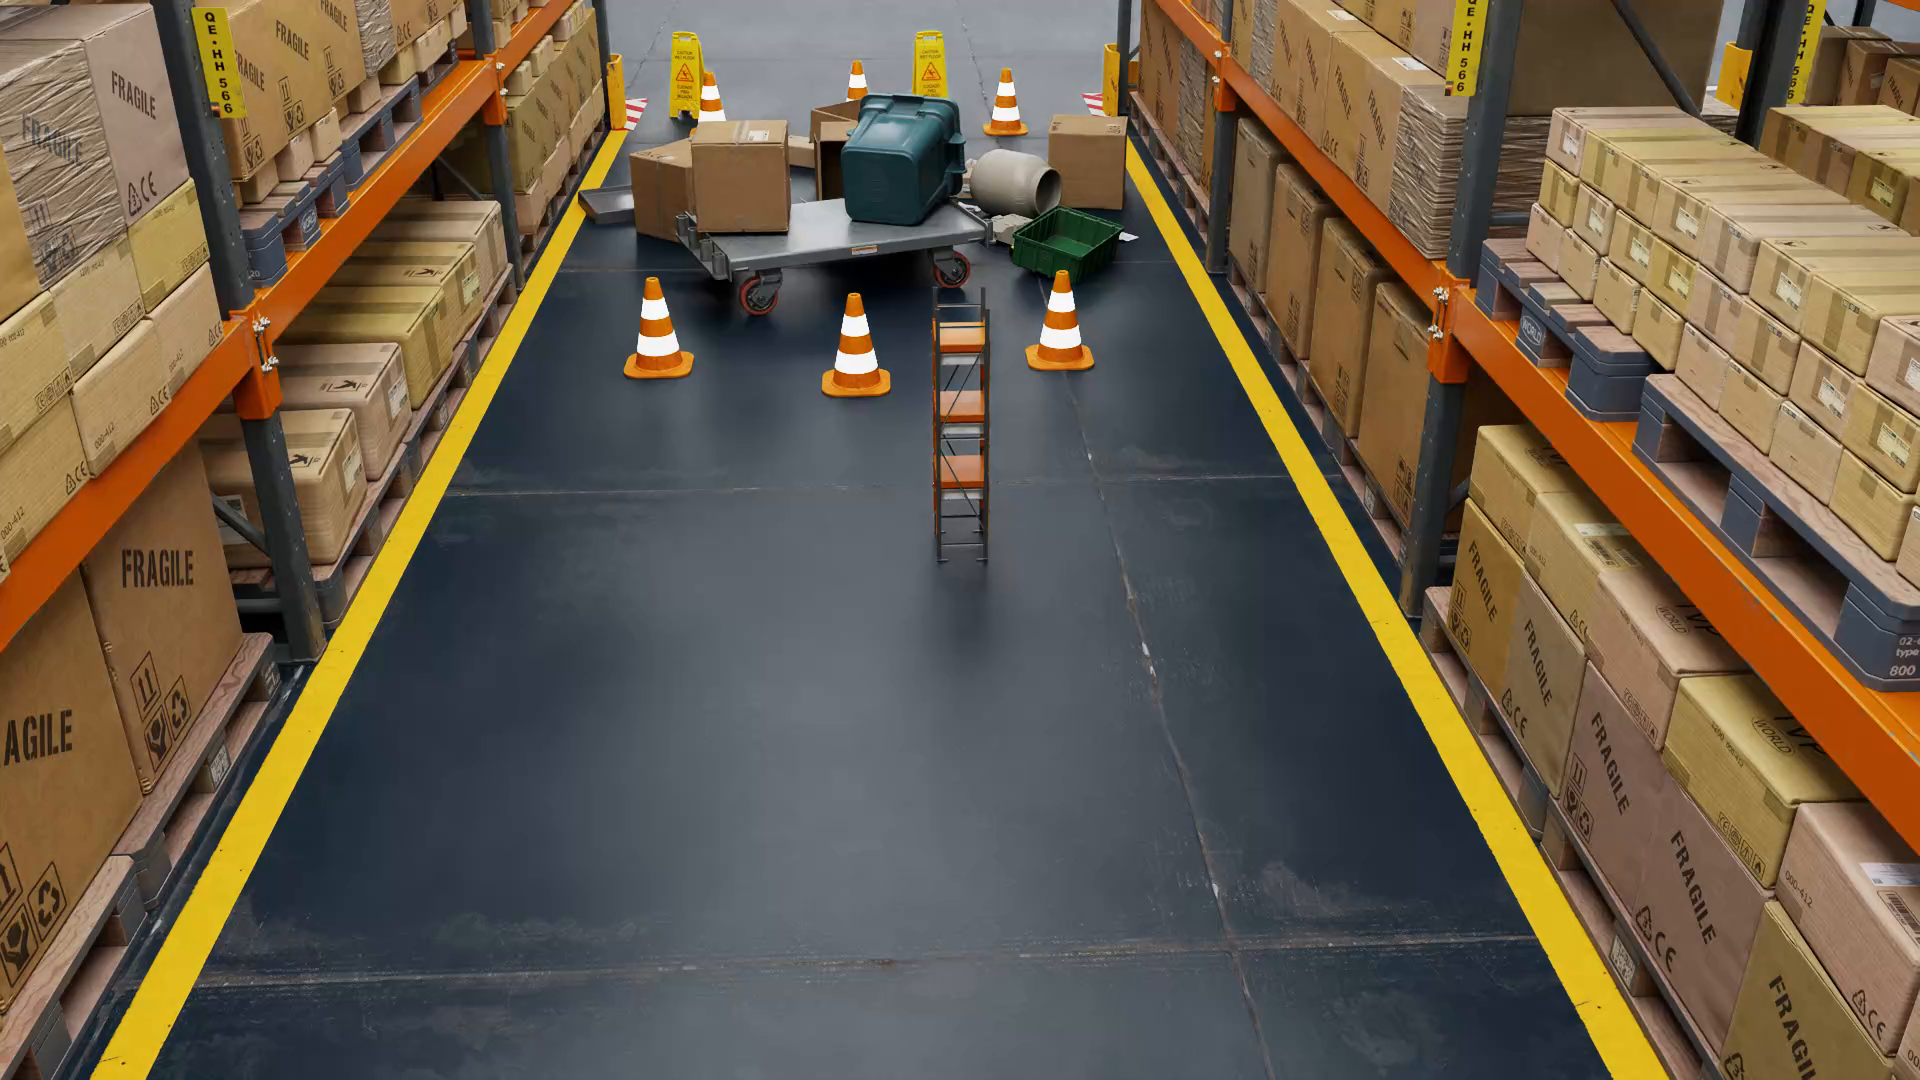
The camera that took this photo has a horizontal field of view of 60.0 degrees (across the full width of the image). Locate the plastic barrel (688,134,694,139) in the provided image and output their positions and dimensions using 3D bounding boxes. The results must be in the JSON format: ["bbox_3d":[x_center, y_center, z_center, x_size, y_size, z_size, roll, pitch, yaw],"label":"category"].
[{"bbox_3d":[-1.579,-2.540,11.161,0.512,0.421,0.421,19,33,32],"label":"plastic barrel"}]

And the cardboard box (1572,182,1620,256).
[{"bbox_3d":[1.998,-0.924,4.774,0.380,0.149,0.250,0,28,0],"label":"cardboard box"}]

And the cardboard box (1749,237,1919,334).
[{"bbox_3d":[2.058,-0.584,3.801,0.380,0.149,0.250,-1,28,-1],"label":"cardboard box"}]

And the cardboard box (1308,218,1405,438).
[{"bbox_3d":[2.166,-0.947,7.300,1.050,0.750,0.750,-1,28,-2],"label":"cardboard box"}]

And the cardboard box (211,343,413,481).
[{"bbox_3d":[-2.847,-0.527,6.905,0.950,0.372,0.625,-2,28,-4],"label":"cardboard box"}]

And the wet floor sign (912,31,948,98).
[{"bbox_3d":[-0.240,-3.687,13.121,0.267,0.644,0.232,-6,28,-11],"label":"wet floor sign"}]

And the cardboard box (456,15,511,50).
[{"bbox_3d":[-2.686,-2.794,9.135,0.380,0.149,0.250,-2,28,-3],"label":"cardboard box"}]

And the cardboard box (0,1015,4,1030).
[{"bbox_3d":[-2.739,0.997,3.438,0.875,0.875,0.875,-1,28,-1],"label":"cardboard box"}]

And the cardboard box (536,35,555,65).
[{"bbox_3d":[-2.743,-3.039,10.340,0.380,0.149,0.250,0,28,0],"label":"cardboard box"}]

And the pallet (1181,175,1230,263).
[{"bbox_3d":[1.986,-2.035,10.423,1.003,0.211,1.213,-1,28,-3],"label":"pallet"}]

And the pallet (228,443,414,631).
[{"bbox_3d":[-2.820,-0.029,6.578,1.003,0.211,1.213,-1,28,-3],"label":"pallet"}]

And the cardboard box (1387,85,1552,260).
[{"bbox_3d":[1.865,-1.317,5.923,0.500,0.500,0.500,-1,28,-3],"label":"cardboard box"}]

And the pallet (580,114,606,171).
[{"bbox_3d":[-3.188,-2.952,12.181,1.003,0.211,1.213,-1,28,-3],"label":"pallet"}]

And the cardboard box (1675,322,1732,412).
[{"bbox_3d":[2.039,-0.438,4.164,0.380,0.149,0.250,-1,28,-1],"label":"cardboard box"}]

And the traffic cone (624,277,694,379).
[{"bbox_3d":[-1.527,-1.088,8.336,0.336,0.463,0.334,-1,28,-3],"label":"traffic cone"}]

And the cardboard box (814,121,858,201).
[{"bbox_3d":[-0.522,-2.371,10.605,0.797,0.637,0.503,-1,28,-3],"label":"cardboard box"}]

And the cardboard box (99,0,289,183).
[{"bbox_3d":[-2.573,-1.480,5.461,0.500,0.500,0.500,-2,28,-4],"label":"cardboard box"}]

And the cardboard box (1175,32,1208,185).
[{"bbox_3d":[1.934,-2.871,10.854,0.875,0.875,0.875,-1,28,-2],"label":"cardboard box"}]

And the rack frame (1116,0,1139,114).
[{"bbox_3d":[1.739,-4.765,12.643,1.000,3.000,0.127,-1,28,-3],"label":"rack frame"}]

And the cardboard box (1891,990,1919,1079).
[{"bbox_3d":[2.074,1.028,2.973,0.500,0.250,0.500,-2,28,-4],"label":"cardboard box"}]

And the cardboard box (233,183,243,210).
[{"bbox_3d":[-2.612,-1.134,5.498,0.380,0.149,0.250,-3,28,-6],"label":"cardboard box"}]

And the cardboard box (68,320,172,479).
[{"bbox_3d":[-2.453,-0.375,4.388,0.500,0.250,0.500,-1,28,-2],"label":"cardboard box"}]

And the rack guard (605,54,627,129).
[{"bbox_3d":[-3.195,-3.456,12.835,1.175,0.500,0.348,-1,28,-3],"label":"rack guard"}]

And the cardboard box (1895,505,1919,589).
[{"bbox_3d":[2.089,0.044,3.240,0.380,0.149,0.250,-3,28,-5],"label":"cardboard box"}]

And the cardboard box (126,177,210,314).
[{"bbox_3d":[-2.502,-0.842,4.743,0.500,0.250,0.500,-1,28,-3],"label":"cardboard box"}]

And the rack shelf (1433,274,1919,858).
[{"bbox_3d":[2.261,0.172,3.955,1.077,0.370,4.000,-1,28,-3],"label":"rack shelf"}]

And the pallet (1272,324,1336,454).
[{"bbox_3d":[2.130,-0.762,7.984,1.003,0.211,1.213,-1,28,-3],"label":"pallet"}]

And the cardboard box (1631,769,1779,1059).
[{"bbox_3d":[2.027,0.889,4.051,0.500,0.500,0.500,-2,28,-4],"label":"cardboard box"}]

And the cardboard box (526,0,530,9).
[{"bbox_3d":[-2.819,-3.269,10.045,0.380,0.149,0.250,-2,28,-3],"label":"cardboard box"}]

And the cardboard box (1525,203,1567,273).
[{"bbox_3d":[1.979,-0.934,5.115,0.380,0.149,0.250,-2,28,-3],"label":"cardboard box"}]

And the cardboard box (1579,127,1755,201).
[{"bbox_3d":[2.004,-1.067,4.727,0.380,0.149,0.250,-2,28,-4],"label":"cardboard box"}]

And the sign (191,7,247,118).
[{"bbox_3d":[-2.227,-1.433,5.002,0.100,0.325,0.005,-1,28,-3],"label":"sign"}]

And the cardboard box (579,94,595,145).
[{"bbox_3d":[-2.869,-2.960,11.701,0.500,0.250,0.500,-1,28,-2],"label":"cardboard box"}]

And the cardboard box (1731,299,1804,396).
[{"bbox_3d":[2.050,-0.455,3.874,0.380,0.149,0.250,-2,28,-3],"label":"cardboard box"}]

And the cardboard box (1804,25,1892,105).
[{"bbox_3d":[6.714,-3.628,12.710,0.500,0.500,0.500,4,28,7],"label":"cardboard box"}]

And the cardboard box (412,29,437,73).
[{"bbox_3d":[-2.625,-2.238,7.615,0.380,0.149,0.250,-1,28,-2],"label":"cardboard box"}]

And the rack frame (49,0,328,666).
[{"bbox_3d":[-2.781,-0.905,5.241,1.000,3.000,0.127,-1,28,-3],"label":"rack frame"}]

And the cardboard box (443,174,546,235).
[{"bbox_3d":[-2.751,-1.998,9.856,0.500,0.250,0.500,-3,28,-5],"label":"cardboard box"}]

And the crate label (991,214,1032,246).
[{"bbox_3d":[0.313,-1.919,10.281,0.298,0.136,0.250,-23,35,-37],"label":"crate label"}]

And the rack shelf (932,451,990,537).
[{"bbox_3d":[0.003,-0.185,6.593,0.215,0.259,0.240,-1,28,-3],"label":"rack shelf"}]

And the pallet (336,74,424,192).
[{"bbox_3d":[-2.925,-1.733,7.036,1.003,0.211,1.213,-1,28,-3],"label":"pallet"}]

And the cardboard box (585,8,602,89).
[{"bbox_3d":[-2.897,-3.535,11.992,0.500,0.500,0.500,-1,28,-2],"label":"cardboard box"}]

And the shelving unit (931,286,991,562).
[{"bbox_3d":[0.003,-0.441,6.460,0.215,1.050,0.252,-1,28,-3],"label":"shelving unit"}]

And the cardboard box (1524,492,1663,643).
[{"bbox_3d":[1.978,0.077,4.796,0.500,0.250,0.500,-2,28,-3],"label":"cardboard box"}]

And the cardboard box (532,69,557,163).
[{"bbox_3d":[-2.791,-2.577,10.156,0.500,0.500,0.500,0,28,-1],"label":"cardboard box"}]

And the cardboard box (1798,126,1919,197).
[{"bbox_3d":[2.651,-1.078,4.748,0.380,0.149,0.250,-2,28,-3],"label":"cardboard box"}]

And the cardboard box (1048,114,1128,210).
[{"bbox_3d":[0.842,-2.503,11.006,0.500,0.500,0.500,3,28,6],"label":"cardboard box"}]

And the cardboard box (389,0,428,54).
[{"bbox_3d":[-2.689,-2.439,7.299,0.500,0.500,0.500,0,28,-1],"label":"cardboard box"}]

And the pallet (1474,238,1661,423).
[{"bbox_3d":[2.301,-0.659,4.978,1.213,0.211,1.003,-1,28,-3],"label":"pallet"}]

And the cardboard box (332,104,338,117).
[{"bbox_3d":[-2.646,-1.630,6.449,0.380,0.149,0.250,0,28,0],"label":"cardboard box"}]

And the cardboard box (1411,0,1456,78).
[{"bbox_3d":[2.116,-2.000,6.151,0.700,0.500,0.500,-2,28,-3],"label":"cardboard box"}]

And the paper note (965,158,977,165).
[{"bbox_3d":[0.123,-2.702,11.900,0.144,0.017,0.142,8,29,15],"label":"paper note"}]

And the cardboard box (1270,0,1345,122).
[{"bbox_3d":[1.757,-2.249,7.710,0.500,0.500,0.500,-2,28,-3],"label":"cardboard box"}]
